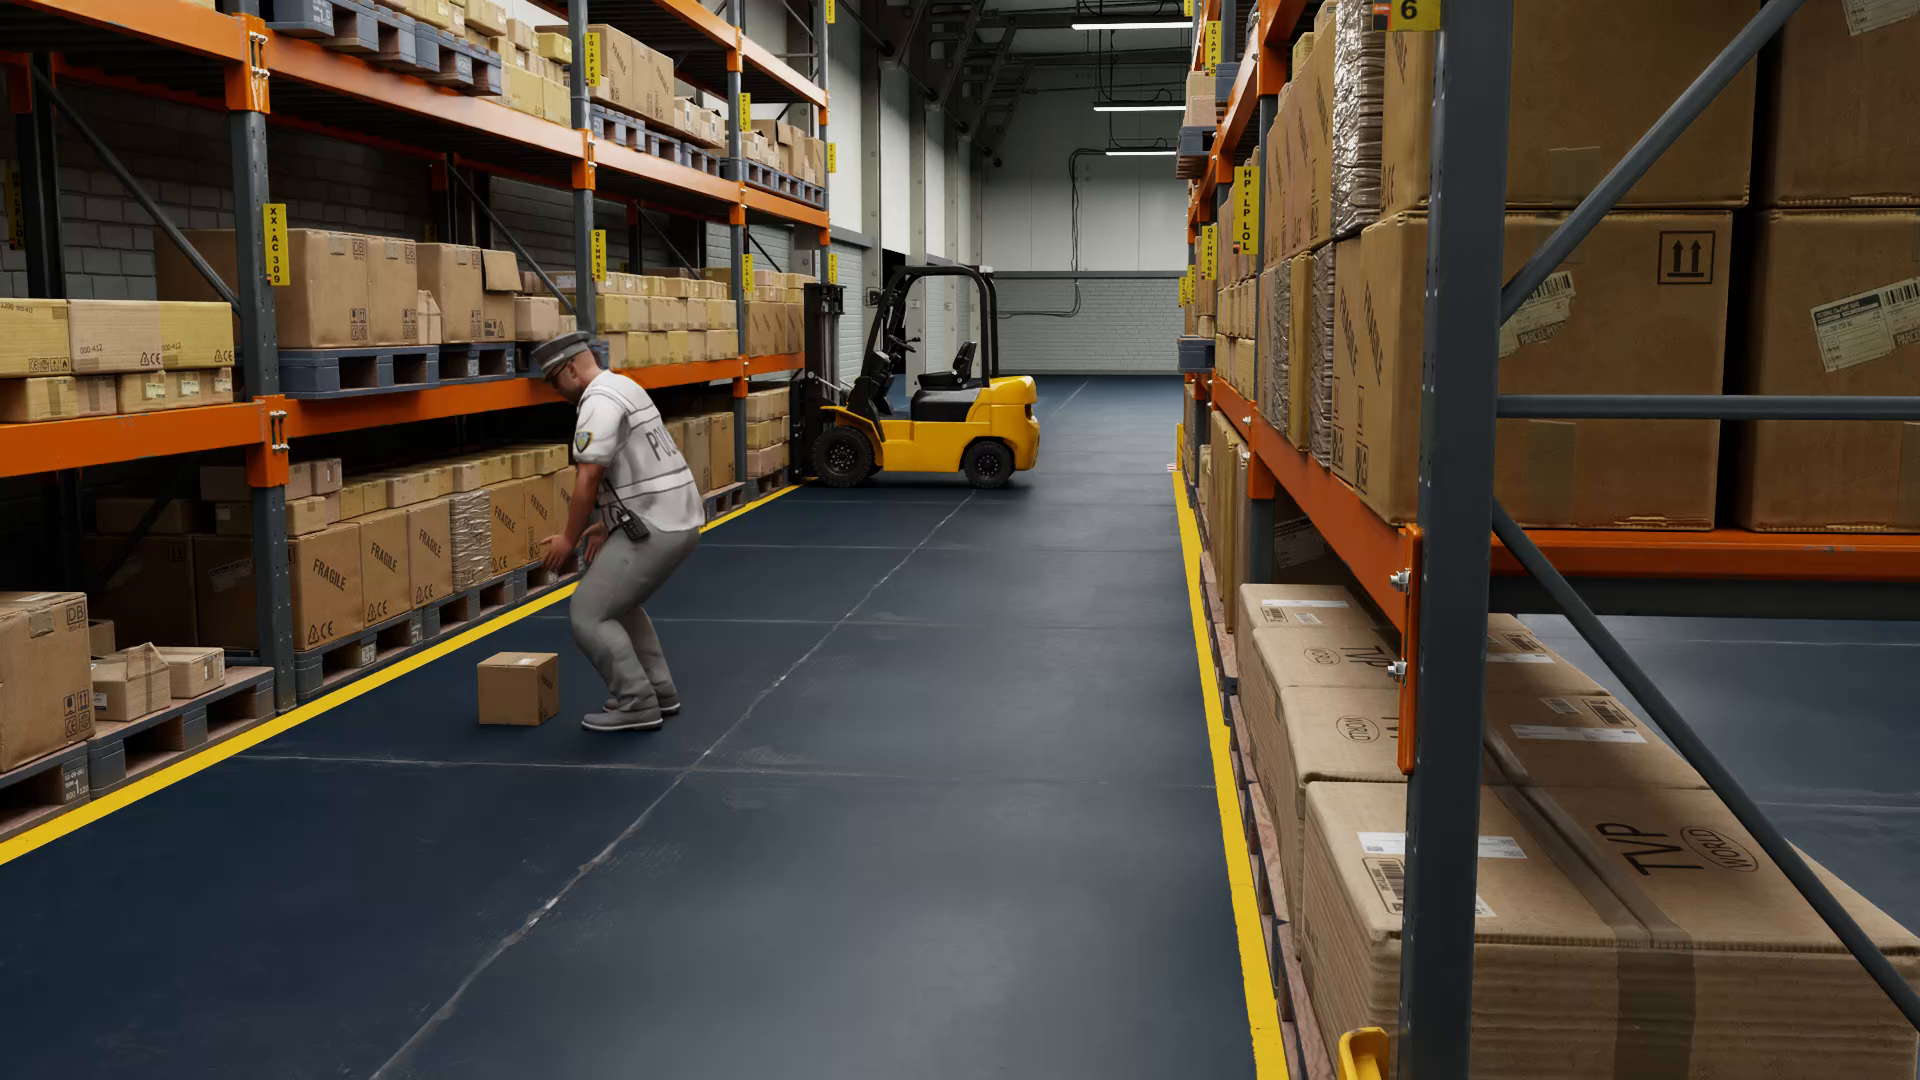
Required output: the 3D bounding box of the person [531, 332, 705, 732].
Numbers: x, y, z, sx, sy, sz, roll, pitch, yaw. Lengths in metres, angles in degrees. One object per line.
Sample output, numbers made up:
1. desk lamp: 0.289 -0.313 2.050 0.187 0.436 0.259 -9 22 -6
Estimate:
1. person: -1.379 -0.036 6.694 0.657 1.594 0.581 1 8 7
